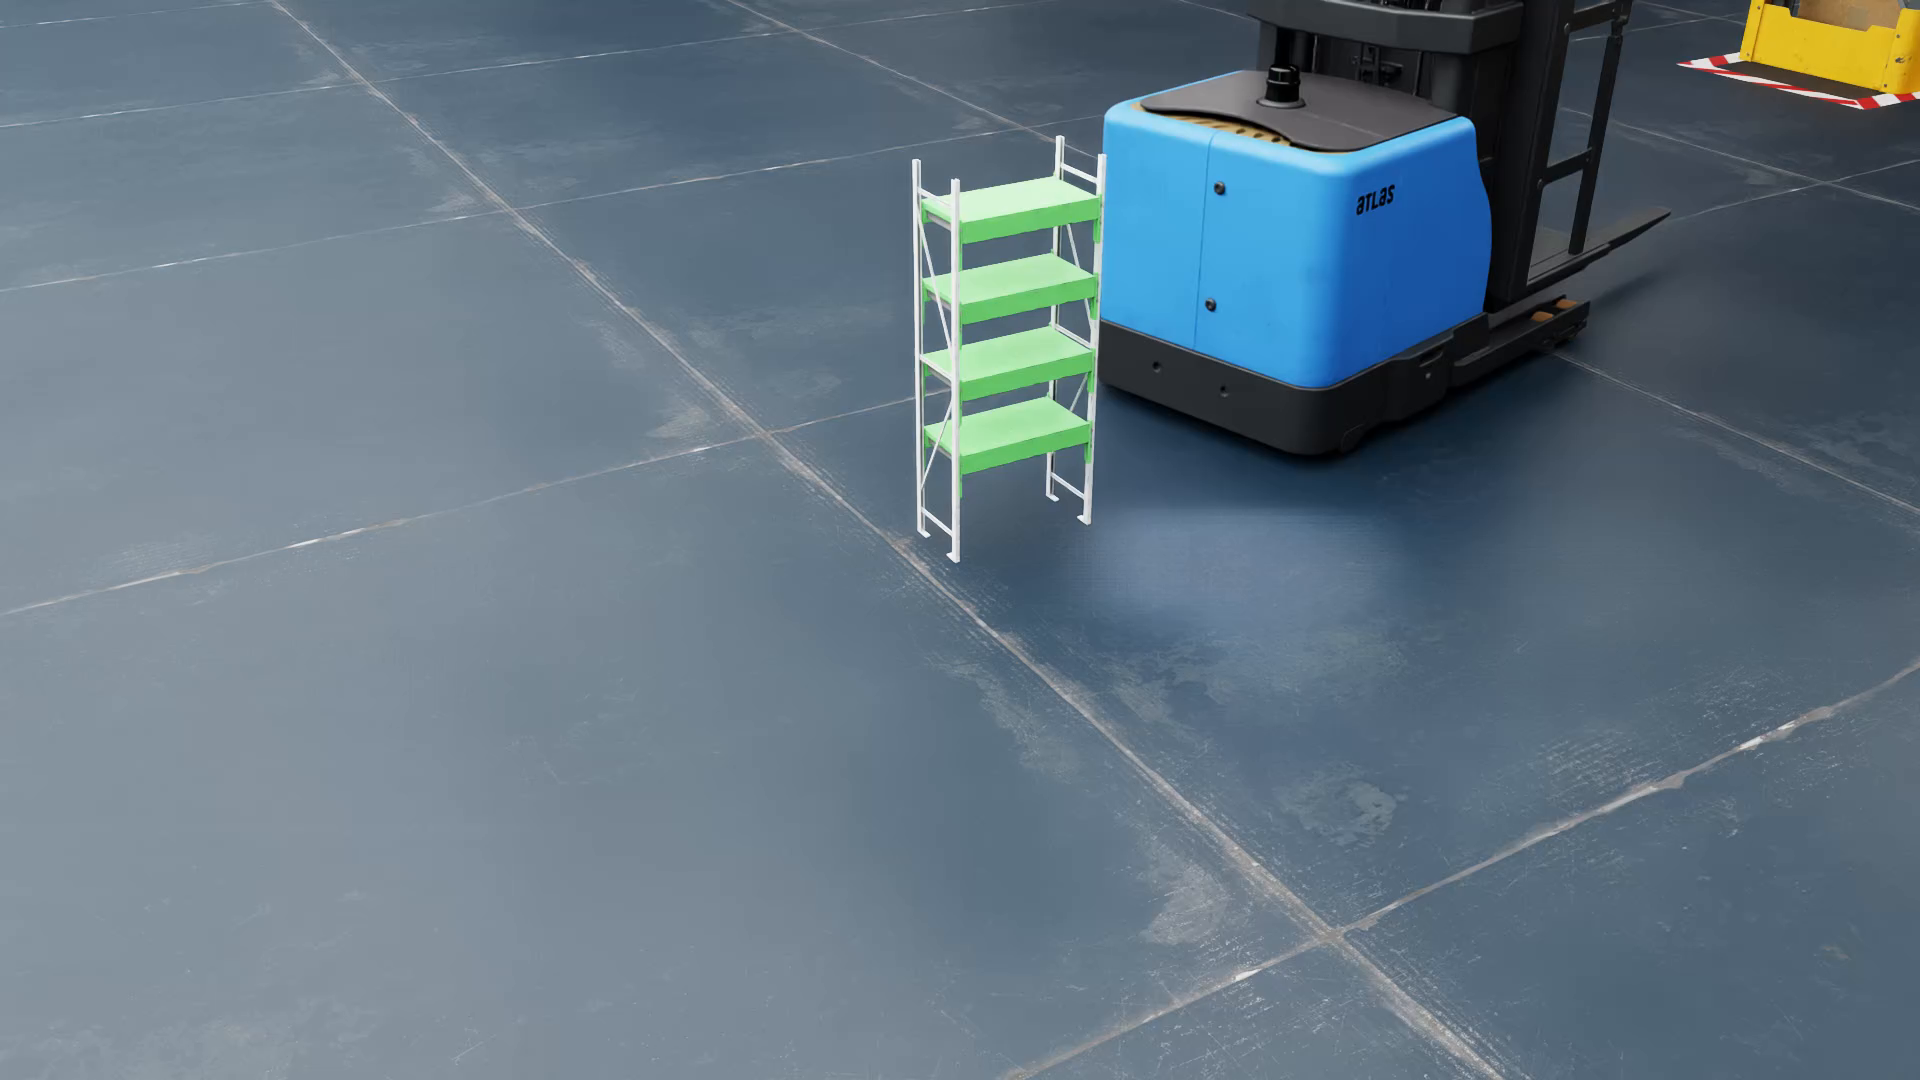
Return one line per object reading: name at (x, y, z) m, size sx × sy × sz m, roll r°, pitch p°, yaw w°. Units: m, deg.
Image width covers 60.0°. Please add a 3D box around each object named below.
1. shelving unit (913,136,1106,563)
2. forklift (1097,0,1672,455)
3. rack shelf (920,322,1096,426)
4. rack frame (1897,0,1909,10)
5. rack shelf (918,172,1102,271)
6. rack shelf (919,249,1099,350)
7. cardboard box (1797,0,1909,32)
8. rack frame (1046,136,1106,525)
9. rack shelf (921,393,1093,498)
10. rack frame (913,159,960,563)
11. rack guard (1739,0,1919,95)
shelving unit at (0.143, -0.566, 5.034) m, size 0.503 × 1.200 × 0.258 m, roll -16°, pitch 33°, yaw -26°
forklift at (1.890, -2.179, 6.165) m, size 3.031 × 2.935 × 1.130 m, roll -25°, pitch 38°, yaw -38°
rack shelf at (0.143, -0.510, 5.064) m, size 0.480 × 0.148 × 0.258 m, roll -16°, pitch 33°, yaw -26°
rack frame at (5.615, -4.326, 9.985) m, size 0.053 × 2.616 × 0.949 m, roll -16°, pitch 33°, yaw -26°
rack shelf at (0.143, -0.930, 4.832) m, size 0.480 × 0.148 × 0.258 m, roll -16°, pitch 33°, yaw -26°
rack shelf at (0.143, -0.720, 4.948) m, size 0.480 × 0.148 × 0.258 m, roll -16°, pitch 33°, yaw -26°
cardboard box at (6.168, -3.772, 10.745) m, size 0.875 × 0.875 × 0.875 m, roll -16°, pitch 33°, yaw -26°
rack frame at (0.353, -0.626, 5.142) m, size 0.015 × 1.200 × 0.240 m, roll -16°, pitch 33°, yaw -26°
rack shelf at (0.143, -0.300, 5.180) m, size 0.480 × 0.148 × 0.258 m, roll -16°, pitch 33°, yaw -26°
rack frame at (-0.068, -0.506, 4.925) m, size 0.015 × 1.200 × 0.240 m, roll -16°, pitch 33°, yaw -26°
rack guard at (5.596, -3.225, 10.576) m, size 0.348 × 0.500 × 1.175 m, roll -16°, pitch 33°, yaw -26°
